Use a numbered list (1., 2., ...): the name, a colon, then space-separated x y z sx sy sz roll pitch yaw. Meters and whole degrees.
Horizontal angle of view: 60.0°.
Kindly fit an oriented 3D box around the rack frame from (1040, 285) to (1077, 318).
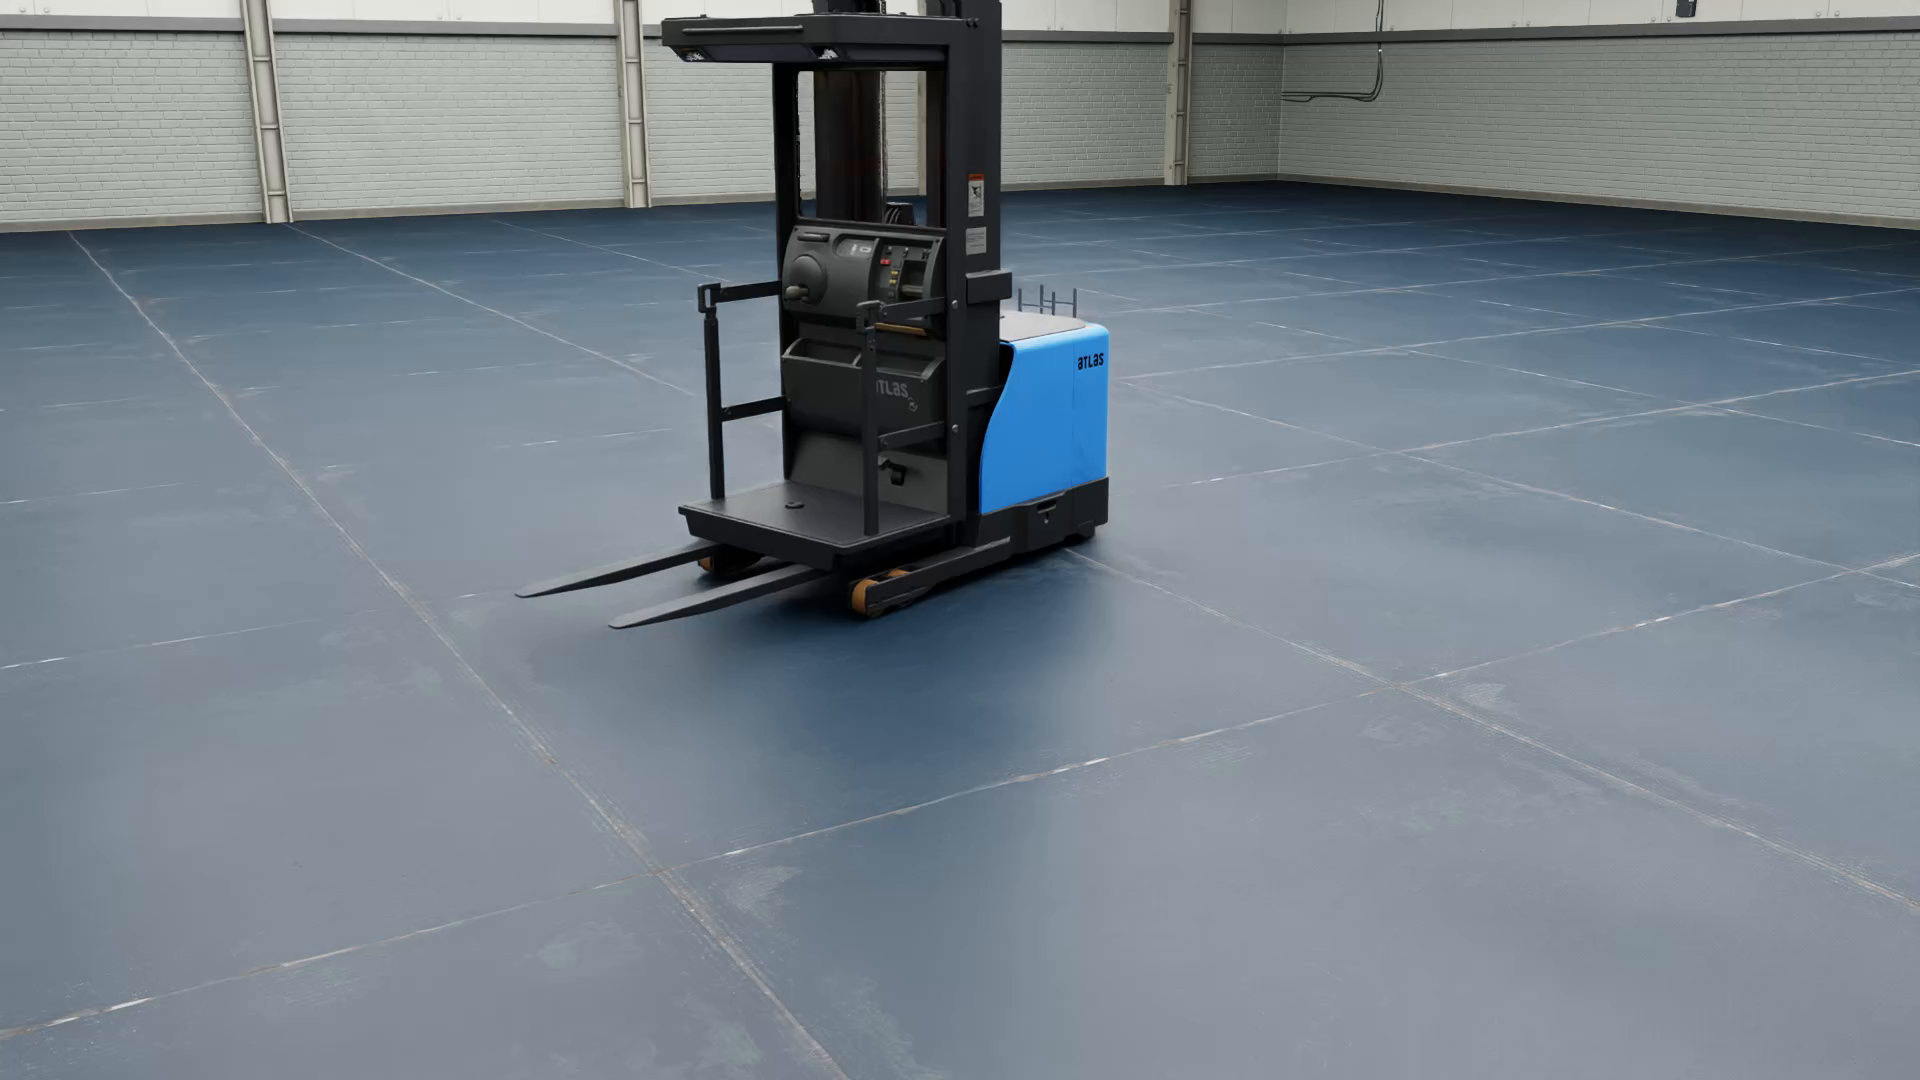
1. rack frame: 0.514 -0.747 8.850 0.240 1.200 0.006 13 20 39

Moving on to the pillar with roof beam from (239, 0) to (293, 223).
1. pillar with roof beam: -8.630 -8.399 21.701 0.400 9.000 9.100 -9 18 -30

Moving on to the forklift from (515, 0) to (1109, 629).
1. forklift: -0.584 -1.227 7.359 1.130 2.935 3.031 13 20 39

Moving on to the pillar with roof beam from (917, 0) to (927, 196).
1. pillar with roof beam: 1.656 -10.067 27.651 0.400 9.000 9.100 -9 18 -30

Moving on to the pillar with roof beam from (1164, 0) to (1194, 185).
1. pillar with roof beam: 6.799 -10.901 30.627 0.400 9.000 9.100 -9 18 -30

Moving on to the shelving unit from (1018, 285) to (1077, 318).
1. shelving unit: 0.454 -0.728 8.783 0.258 1.200 0.189 13 20 39

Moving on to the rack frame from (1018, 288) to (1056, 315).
1. rack frame: 0.395 -0.709 8.716 0.240 1.200 0.006 13 20 39

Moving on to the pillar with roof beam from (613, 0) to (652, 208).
1. pillar with roof beam: -3.487 -9.233 24.676 0.400 9.000 9.100 -9 18 -30

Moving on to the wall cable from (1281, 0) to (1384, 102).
1. wall cable: 7.789 -10.506 34.969 0.112 2.526 3.097 -9 18 -30

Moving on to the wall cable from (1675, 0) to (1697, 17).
1. wall cable: 12.664 -11.440 26.247 0.169 6.003 2.305 -9 18 -30
